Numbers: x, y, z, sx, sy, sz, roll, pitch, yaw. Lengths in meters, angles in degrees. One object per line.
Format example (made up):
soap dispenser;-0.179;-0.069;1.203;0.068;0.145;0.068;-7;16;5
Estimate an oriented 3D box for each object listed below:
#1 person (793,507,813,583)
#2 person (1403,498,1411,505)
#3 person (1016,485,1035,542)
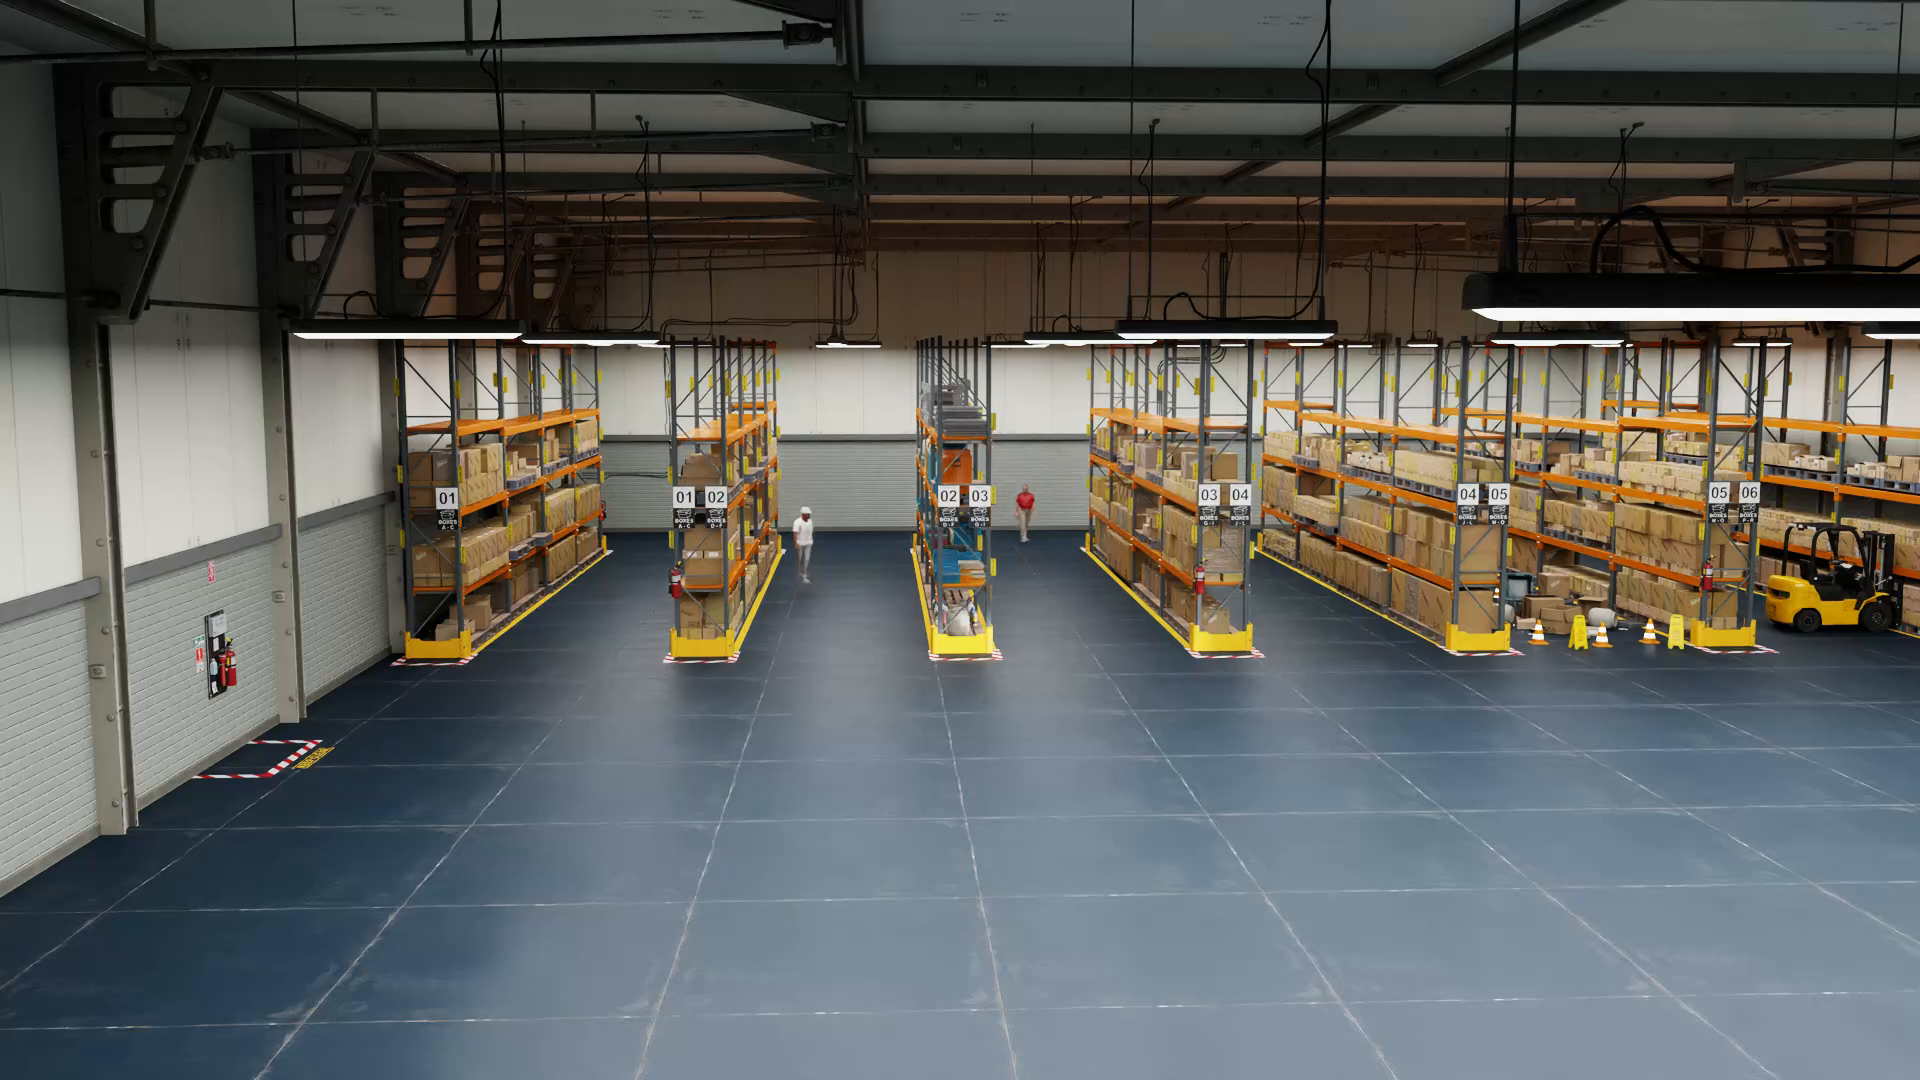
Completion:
person;-3.716;0.110;39.254;0.542;1.778;0.682;-3;7;-22
person;12.173;-0.346;45.700;0.513;1.802;0.621;2;7;13
person;2.011;-0.806;49.975;0.523;1.717;0.707;-4;7;-29
